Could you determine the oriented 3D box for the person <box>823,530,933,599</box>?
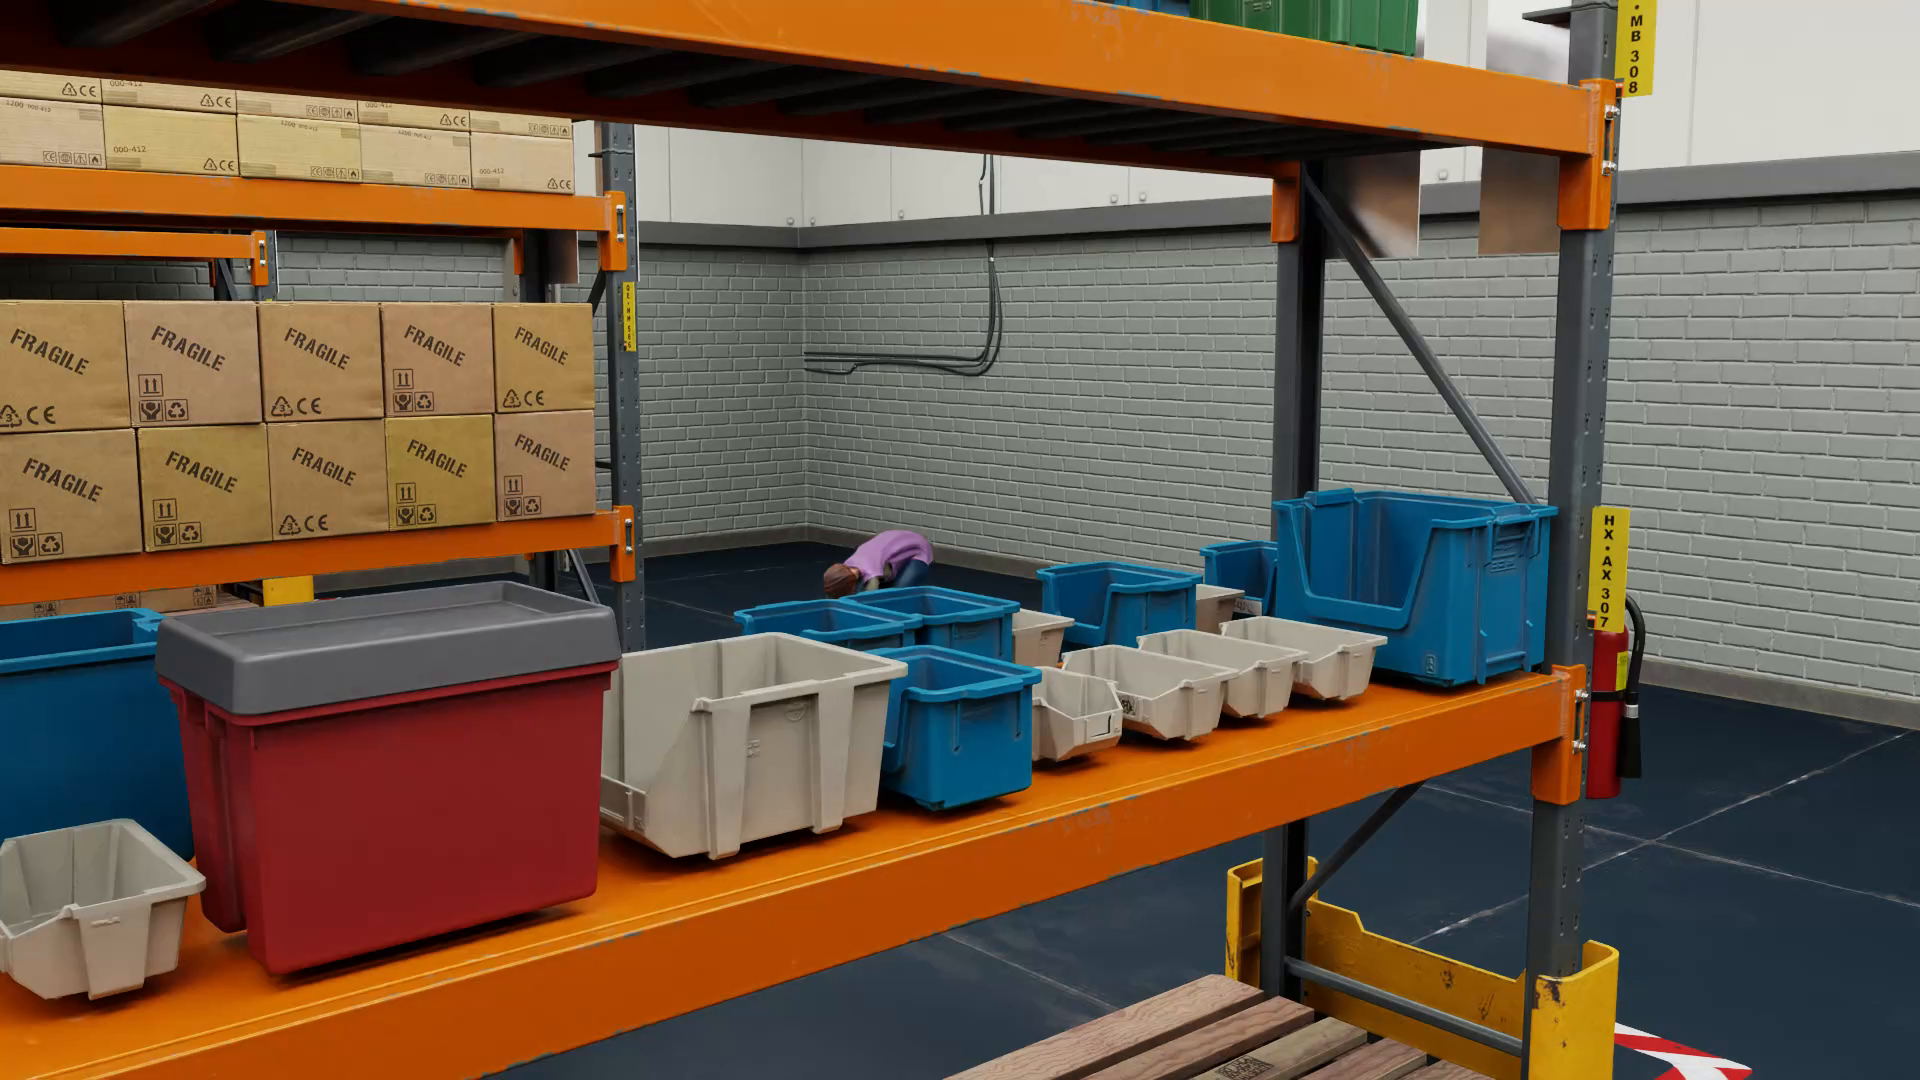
[{"bbox_3d":[-0.536,0.380,10.765,0.854,0.860,0.427,-7,11,-44],"label":"person"}]
